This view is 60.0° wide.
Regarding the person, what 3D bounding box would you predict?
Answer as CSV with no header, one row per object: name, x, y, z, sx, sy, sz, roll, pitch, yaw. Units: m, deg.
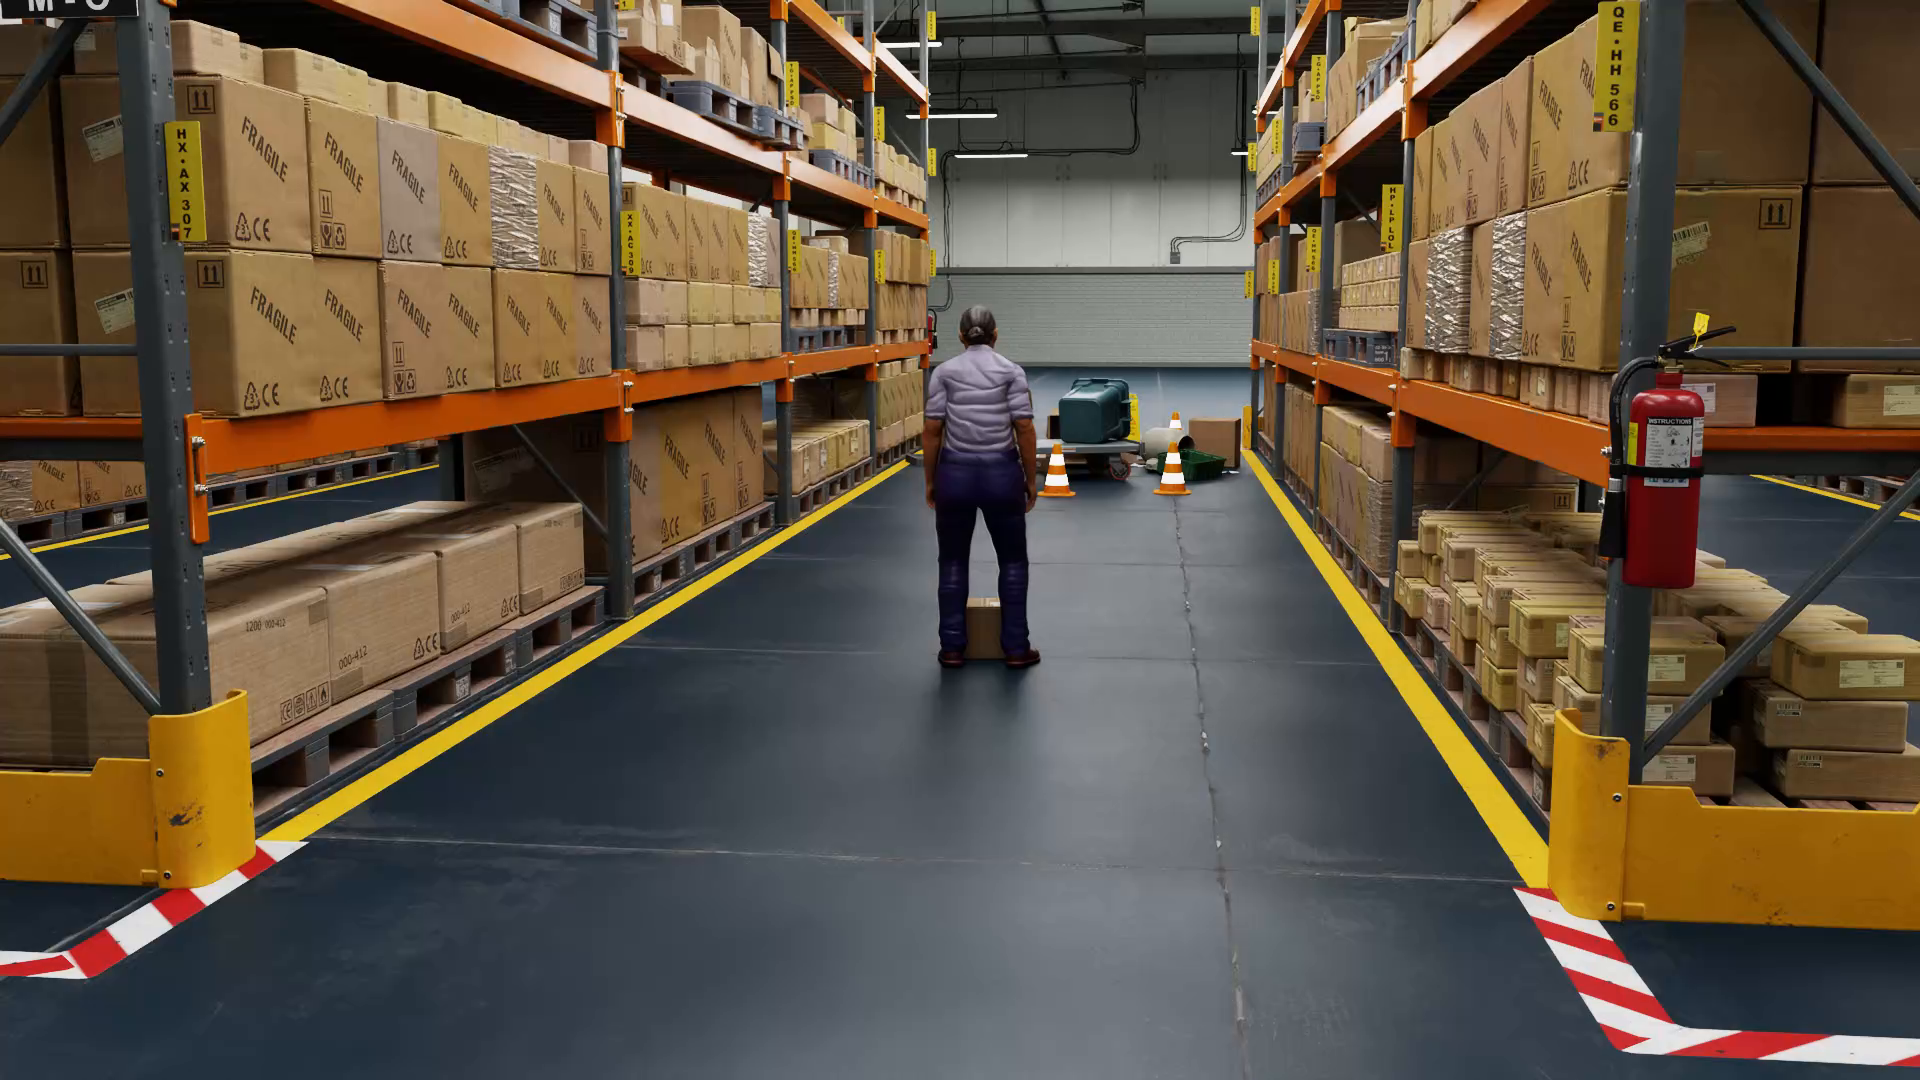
person,0.099,-0.235,7.616,0.539,1.638,0.370,1,8,7
